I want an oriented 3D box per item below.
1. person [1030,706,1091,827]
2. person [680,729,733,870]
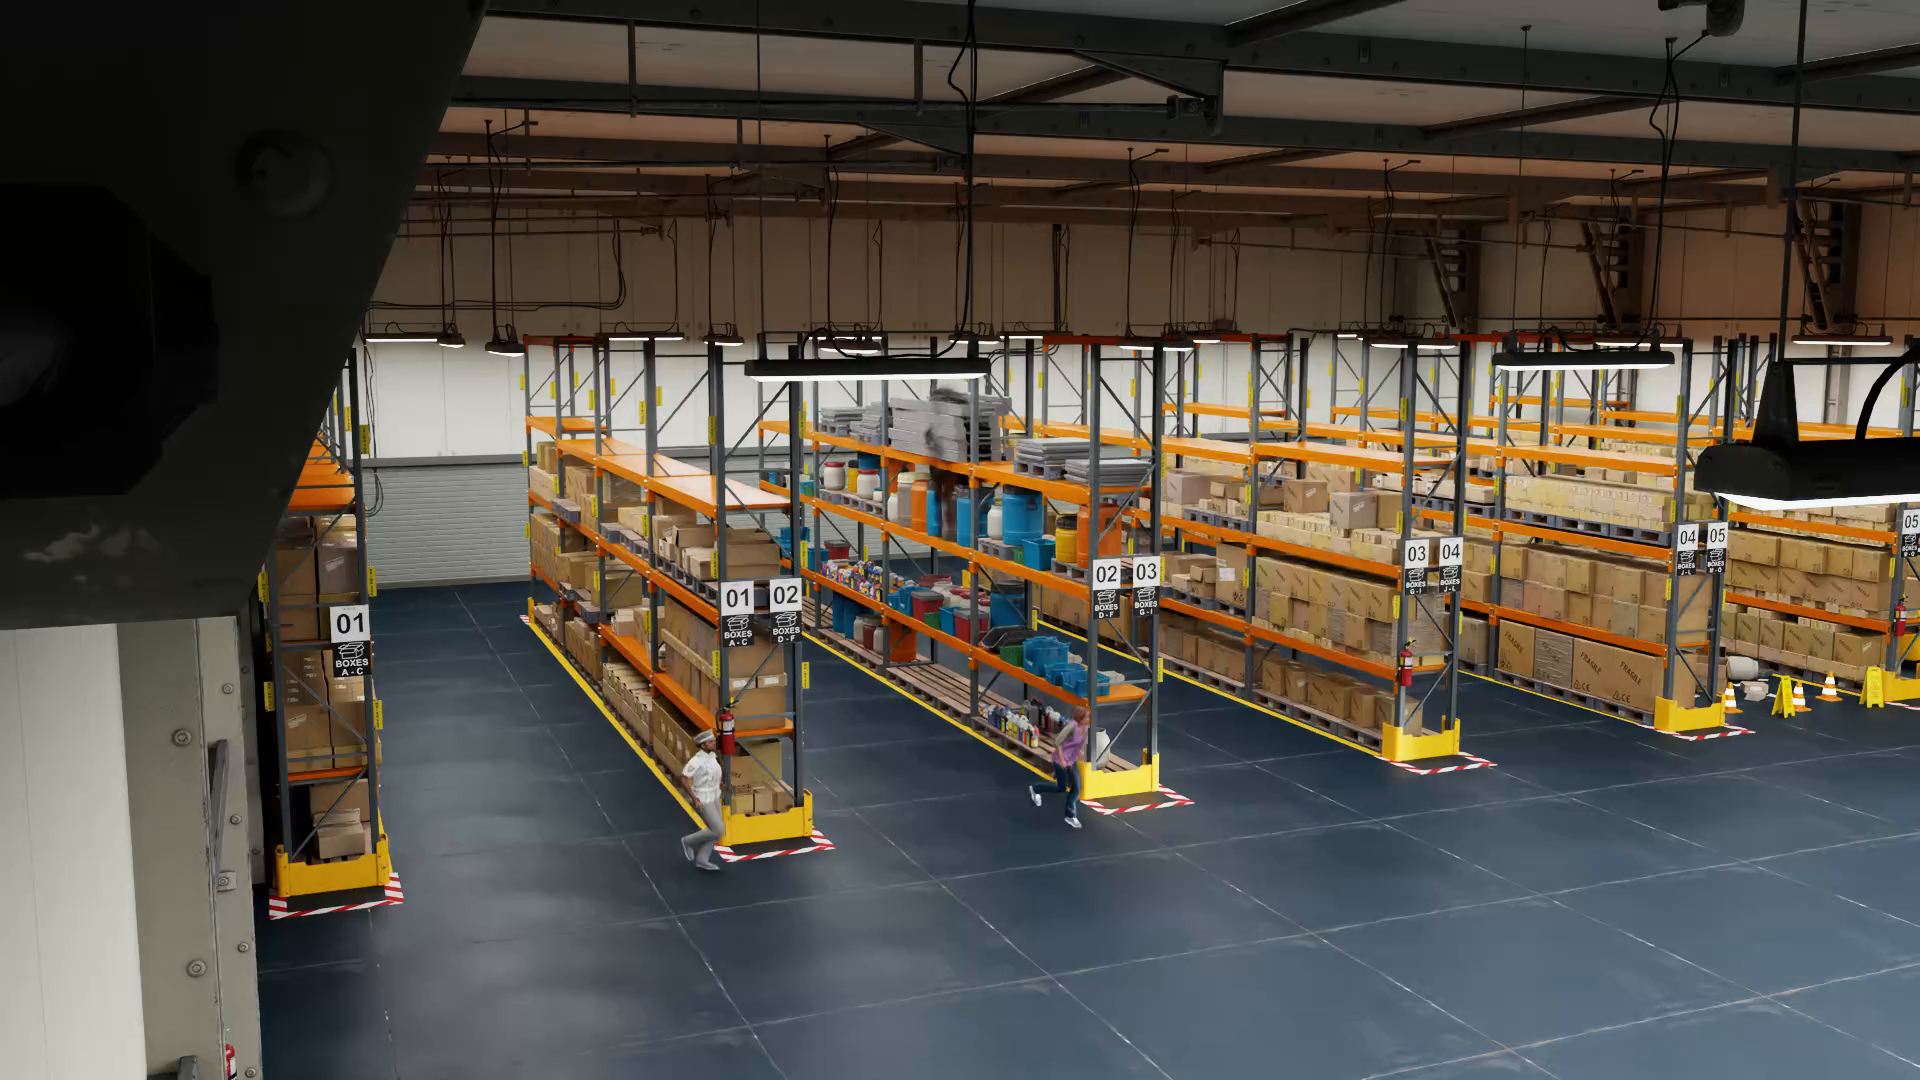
[{"bbox_3d":[1.261,2.816,20.988,0.838,1.547,0.542,4,9,29],"label":"person"},{"bbox_3d":[-2.897,2.988,19.144,0.575,1.665,0.573,3,8,19],"label":"person"}]
